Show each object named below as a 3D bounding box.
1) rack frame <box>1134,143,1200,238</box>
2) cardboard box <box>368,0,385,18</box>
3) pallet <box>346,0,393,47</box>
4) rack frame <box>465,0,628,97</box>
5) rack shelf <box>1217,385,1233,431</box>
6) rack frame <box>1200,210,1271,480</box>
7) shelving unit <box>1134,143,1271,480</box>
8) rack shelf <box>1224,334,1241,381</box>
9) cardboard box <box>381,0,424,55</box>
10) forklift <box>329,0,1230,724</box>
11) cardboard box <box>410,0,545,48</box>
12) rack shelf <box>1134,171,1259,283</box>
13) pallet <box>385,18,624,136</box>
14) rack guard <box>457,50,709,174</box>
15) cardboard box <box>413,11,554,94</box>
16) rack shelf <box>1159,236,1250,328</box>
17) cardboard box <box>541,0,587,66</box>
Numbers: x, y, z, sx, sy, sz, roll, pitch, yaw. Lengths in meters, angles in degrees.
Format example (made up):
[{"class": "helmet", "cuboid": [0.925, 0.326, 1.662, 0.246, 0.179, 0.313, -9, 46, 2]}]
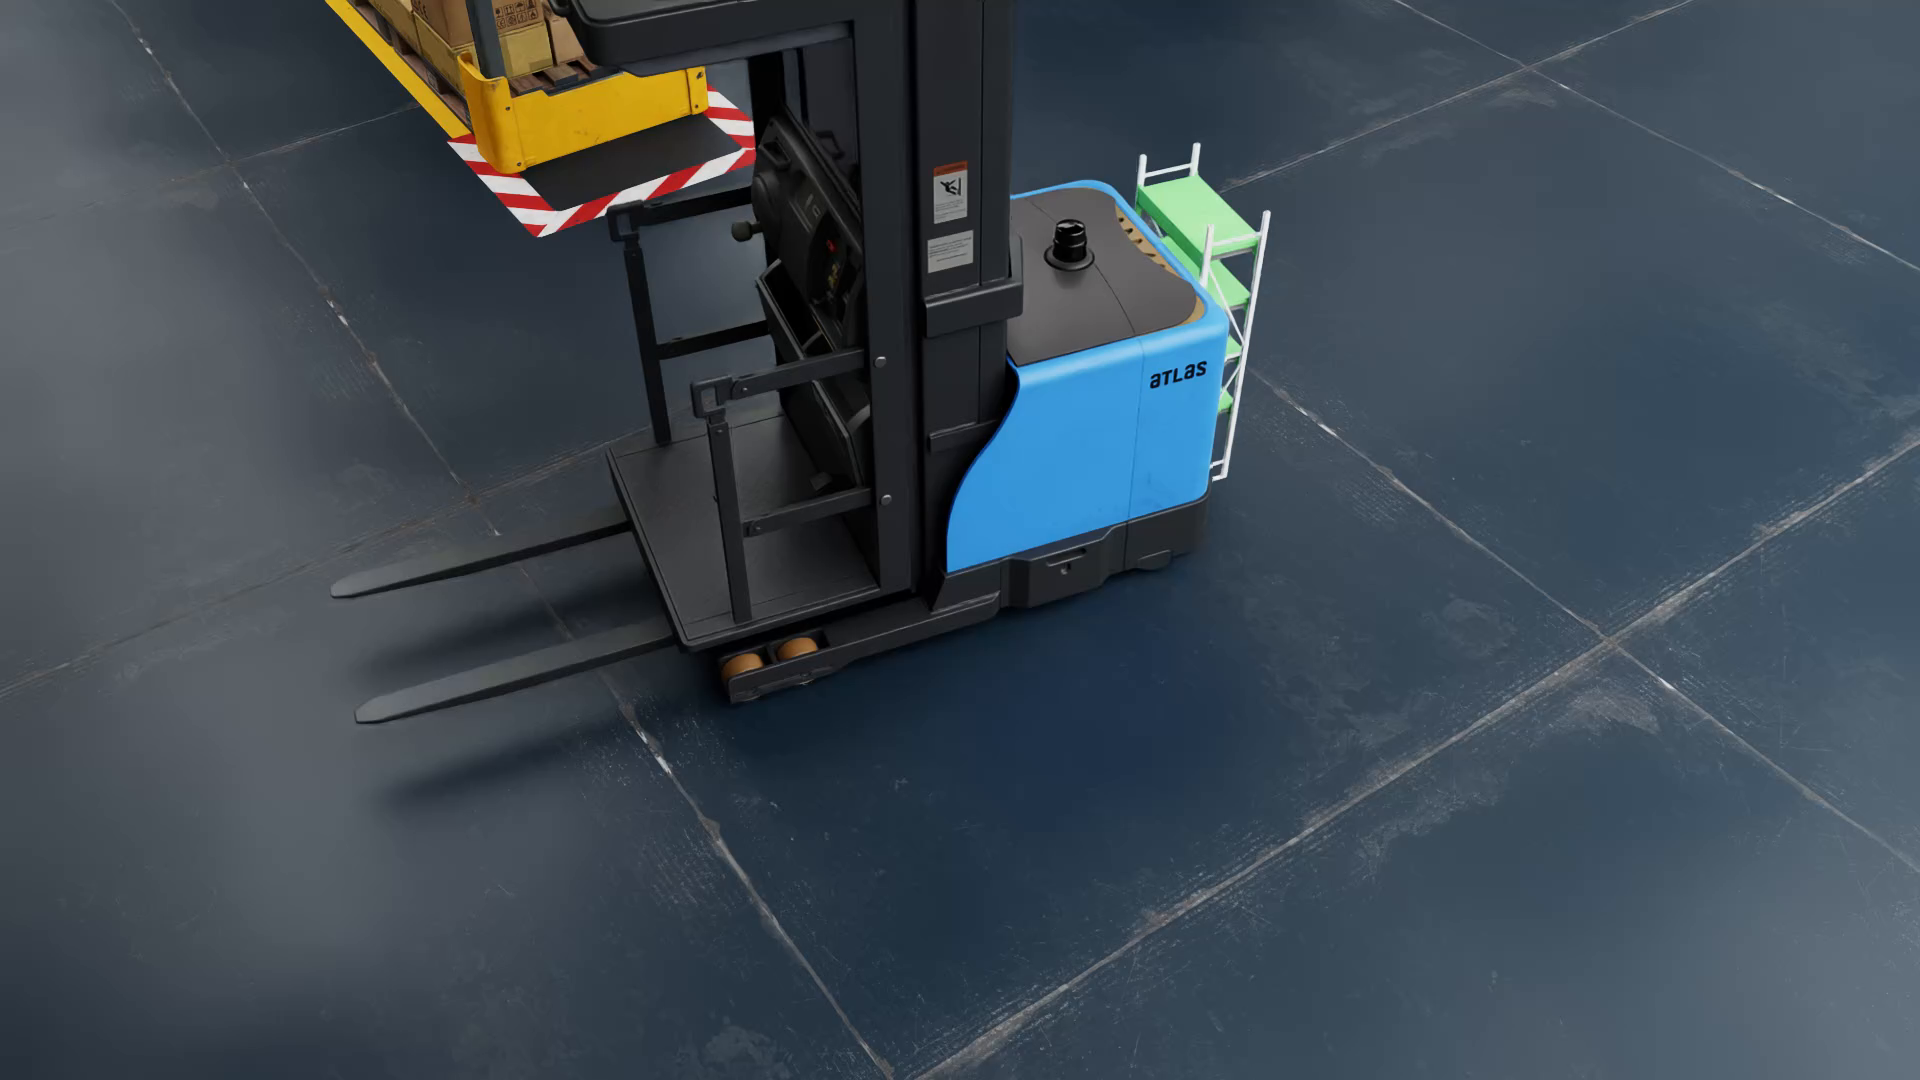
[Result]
[{"class": "rack frame", "cuboid": [0.746, -0.965, 6.389, 0.240, 1.200, 0.015, -16, 46, -17]}, {"class": "cardboard box", "cuboid": [-2.996, -3.099, 9.012, 0.500, 0.250, 0.500, -26, 49, -24]}, {"class": "pallet", "cuboid": [-3.029, -3.293, 9.546, 1.003, 0.211, 1.213, -26, 49, -24]}, {"class": "rack frame", "cuboid": [-1.863, -3.194, 7.424, 1.000, 3.000, 0.127, -26, 49, -24]}, {"class": "rack shelf", "cuboid": [0.838, -0.589, 6.435, 0.258, 0.148, 0.480, -16, 46, -17]}, {"class": "rack frame", "cuboid": [0.940, -0.656, 6.065, 0.240, 1.200, 0.015, -16, 46, -17]}, {"class": "shelving unit", "cuboid": [0.843, -0.811, 6.227, 0.258, 1.200, 0.503, -16, 46, -17]}, {"class": "rack shelf", "cuboid": [0.842, -0.764, 6.271, 0.258, 0.148, 0.480, -16, 46, -17]}, {"class": "cardboard box", "cuboid": [-2.708, -2.817, 8.716, 0.500, 0.250, 0.500, -26, 49, -24]}, {"class": "forklift", "cuboid": [-0.659, -0.927, 5.099, 3.031, 2.935, 1.130, -16, 46, -16]}, {"class": "cardboard box", "cuboid": [-2.414, -2.809, 8.164, 0.500, 0.500, 0.500, -26, 49, -24]}, {"class": "rack shelf", "cuboid": [0.850, -1.114, 5.942, 0.258, 0.148, 0.480, -16, 46, -17]}, {"class": "pallet", "cuboid": [-2.335, -2.602, 8.823, 1.003, 0.211, 1.213, -26, 49, -24]}, {"class": "rack guard", "cuboid": [-1.850, -2.276, 8.273, 1.175, 0.500, 0.348, -26, 49, -24]}, {"class": "cardboard box", "cuboid": [-2.413, -2.539, 8.424, 0.500, 0.250, 0.500, -26, 49, -24]}, {"class": "rack shelf", "cuboid": [0.846, -0.939, 6.106, 0.258, 0.148, 0.480, -16, 46, -17]}, {"class": "cardboard box", "cuboid": [-1.988, -2.743, 8.638, 0.500, 0.250, 0.500, -26, 49, -24]}]
